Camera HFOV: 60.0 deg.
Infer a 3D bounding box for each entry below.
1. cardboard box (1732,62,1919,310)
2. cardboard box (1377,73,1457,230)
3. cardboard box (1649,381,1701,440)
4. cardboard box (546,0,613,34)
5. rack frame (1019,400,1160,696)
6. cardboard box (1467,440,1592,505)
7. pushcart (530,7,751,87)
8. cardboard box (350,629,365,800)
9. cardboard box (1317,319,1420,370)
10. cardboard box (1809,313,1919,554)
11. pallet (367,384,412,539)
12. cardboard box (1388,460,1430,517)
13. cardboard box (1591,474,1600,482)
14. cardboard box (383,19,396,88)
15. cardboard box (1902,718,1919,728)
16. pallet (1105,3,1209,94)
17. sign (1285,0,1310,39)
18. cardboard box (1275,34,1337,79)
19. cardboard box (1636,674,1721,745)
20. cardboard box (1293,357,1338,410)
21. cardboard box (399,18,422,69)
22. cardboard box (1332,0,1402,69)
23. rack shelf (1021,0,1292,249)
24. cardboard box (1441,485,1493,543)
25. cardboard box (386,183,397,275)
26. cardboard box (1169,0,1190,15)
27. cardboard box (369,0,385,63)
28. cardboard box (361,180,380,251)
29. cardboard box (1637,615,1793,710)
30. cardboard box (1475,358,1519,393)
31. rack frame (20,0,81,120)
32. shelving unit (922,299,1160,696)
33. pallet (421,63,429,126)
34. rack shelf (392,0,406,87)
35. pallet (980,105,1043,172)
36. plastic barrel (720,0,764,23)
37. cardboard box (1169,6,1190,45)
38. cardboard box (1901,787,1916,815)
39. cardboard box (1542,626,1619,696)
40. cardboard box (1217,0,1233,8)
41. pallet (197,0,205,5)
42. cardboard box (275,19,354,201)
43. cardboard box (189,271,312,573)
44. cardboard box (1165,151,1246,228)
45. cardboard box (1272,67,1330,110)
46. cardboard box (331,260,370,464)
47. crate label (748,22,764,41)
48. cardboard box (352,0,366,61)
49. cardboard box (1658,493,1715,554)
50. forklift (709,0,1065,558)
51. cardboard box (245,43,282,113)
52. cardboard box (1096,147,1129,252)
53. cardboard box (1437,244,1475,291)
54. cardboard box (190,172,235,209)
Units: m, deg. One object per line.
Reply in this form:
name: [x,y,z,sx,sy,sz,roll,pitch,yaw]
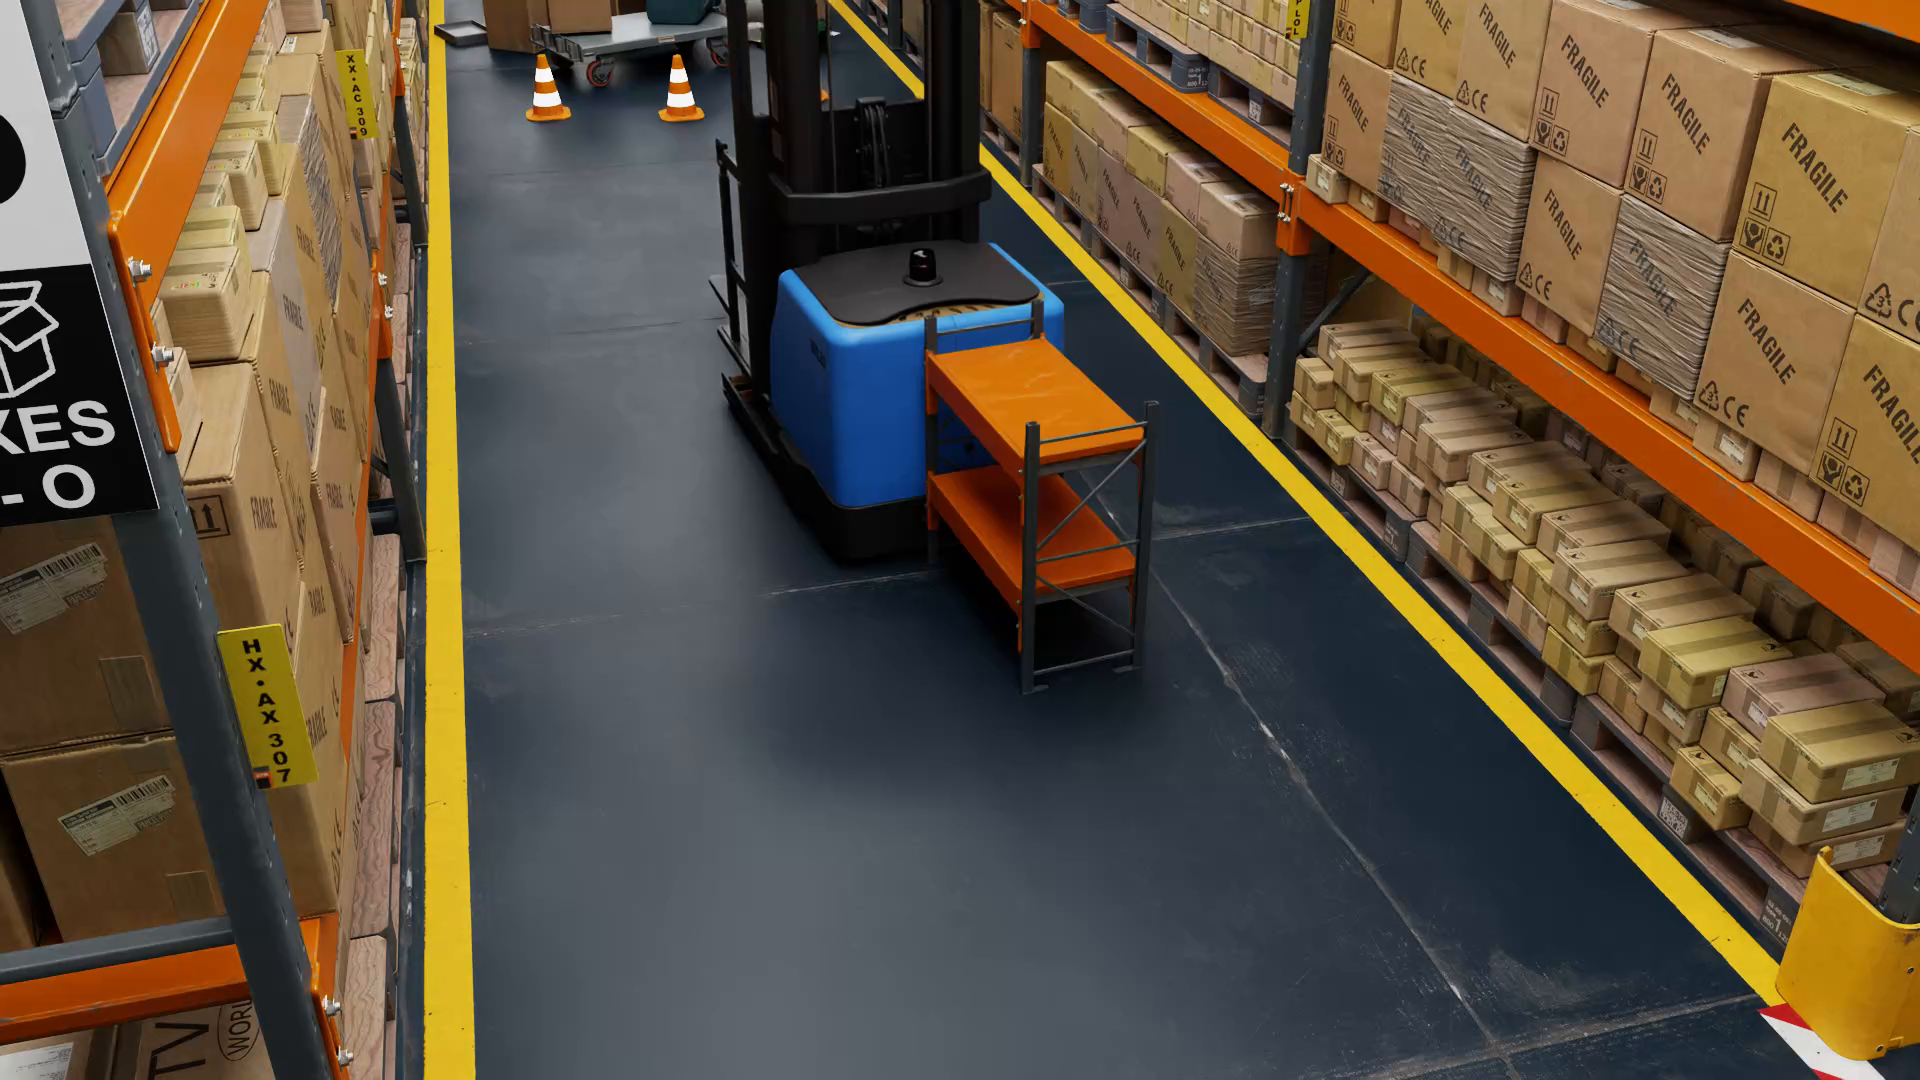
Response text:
cardboard box: [2.543,-0.978,4.551,0.500,0.500,0.500,-9,31,-15]
cardboard box: [2.004,-1.534,6.509,0.500,0.500,0.500,-8,31,-13]
cardboard box: [2.437,-0.448,5.280,0.380,0.149,0.250,-9,31,-15]
cardboard box: [-3.184,-4.527,13.816,0.500,0.500,0.500,-8,31,-13]
rack frame: [0.462,0.046,6.048,0.500,1.125,0.032,-11,32,-18]
cardboard box: [2.231,-0.250,6.521,0.380,0.149,0.250,-9,31,-15]
pushcart: [-2.707,-4.222,14.168,1.648,0.377,0.936,-20,35,-30]
cardboard box: [-2.467,0.511,5.511,0.875,0.438,0.875,-9,31,-15]
cardboard box: [1.869,-0.884,7.616,0.380,0.149,0.250,-7,31,-11]
cardboard box: [2.671,-0.296,4.370,0.500,0.500,0.500,-7,31,-12]
pallet: [-3.046,-0.322,7.595,1.003,0.211,1.213,-8,31,-13]
cardboard box: [2.066,-0.244,7.105,0.380,0.149,0.250,-8,31,-14]
cardboard box: [2.649,-0.197,6.725,0.380,0.149,0.250,-9,31,-16]
cardboard box: [-3.295,-2.578,8.860,0.500,0.250,0.500,-7,31,-12]
cardboard box: [3.129,0.556,5.426,0.380,0.149,0.250,-8,31,-14]
pallet: [1.480,-2.771,9.235,1.003,0.211,1.213,-8,31,-13]
sign: [1.443,-2.298,7.071,0.100,0.325,0.005,-8,31,-13]
cardboard box: [1.681,-2.240,7.661,0.380,0.149,0.250,-7,31,-12]
cardboard box: [2.484,0.515,5.496,0.380,0.149,0.250,-9,31,-15]
cardboard box: [1.765,-0.732,7.650,0.380,0.149,0.250,-6,31,-11]
cardboard box: [-4.750,-3.821,13.061,0.950,0.372,0.625,-7,31,-13]
cardboard box: [1.862,-2.227,6.709,0.500,0.500,0.500,-7,31,-12]
rack shelf: [1.446,-2.527,9.340,1.077,0.370,4.000,-8,31,-13]
cardboard box: [2.143,-0.112,6.578,0.380,0.149,0.250,-8,31,-14]
cardboard box: [-3.727,-2.015,9.439,0.875,0.875,0.875,-8,31,-14]
cardboard box: [1.328,-2.877,8.760,0.380,0.149,0.250,-8,31,-13]
cardboard box: [-3.162,-2.557,8.325,0.500,0.250,0.500,-9,31,-15]
cardboard box: [-2.631,-1.348,6.735,0.500,0.250,0.500,-9,31,-14]
cardboard box: [2.451,0.395,5.407,0.380,0.149,0.250,-9,31,-14]
cardboard box: [2.501,-0.703,7.304,0.380,0.149,0.250,-8,31,-14]
rack frame: [-1.707,-1.830,1.429,1.000,3.000,0.127,-8,31,-13]
shelving unit: [0.280,-0.192,6.458,0.538,1.125,1.048,-11,32,-18]
pallet: [-4.684,-3.447,12.994,1.003,0.211,1.213,-8,31,-13]
rack shelf: [-4.361,-3.752,11.457,1.077,0.370,4.000,-8,31,-13]
pallet: [0.779,-2.989,12.203,1.003,0.211,1.213,-8,31,-13]
plastic barrel: [-1.926,-4.966,15.406,0.512,0.421,0.421,13,32,21]
cardboard box: [1.332,-2.740,8.821,0.380,0.149,0.250,-7,31,-11]
cardboard box: [3.208,0.816,5.273,0.380,0.149,0.250,-7,31,-12]
cardboard box: [2.339,0.403,5.987,0.380,0.149,0.250,-9,31,-15]
cardboard box: [1.474,-2.753,8.249,0.380,0.149,0.250,-8,31,-13]
pallet: [-2.241,-1.441,3.839,1.003,0.211,1.213,-8,31,-13]
cardboard box: [-2.377,-1.451,5.664,0.500,0.500,0.500,-8,31,-14]
cardboard box: [-1.704,-0.228,3.552,0.500,0.500,0.500,-9,31,-15]
cardboard box: [1.412,-1.873,8.820,0.500,0.250,0.500,-6,31,-11]
cardboard box: [1.681,-2.111,7.735,0.380,0.149,0.250,-9,31,-14]
cardboard box: [-2.110,-0.530,5.072,0.500,0.500,0.500,-8,31,-14]
crate label: [-1.869,-4.608,15.074,0.250,0.136,0.298,19,35,29]
cardboard box: [-2.901,-2.377,7.265,0.500,0.500,0.500,-9,31,-15]
cardboard box: [2.859,-0.077,6.222,0.380,0.149,0.250,-7,31,-13]
forklift: [-0.555,-1.915,7.632,1.130,2.935,3.031,-11,32,-18]
cardboard box: [-2.172,-1.317,4.785,0.380,0.149,0.250,-8,31,-14]
cardboard box: [1.135,-2.039,9.855,0.500,0.500,0.500,-9,31,-15]
cardboard box: [2.069,-1.084,6.380,0.380,0.149,0.250,-7,31,-12]
cardboard box: [-1.839,-0.701,3.722,0.380,0.149,0.250,-8,31,-13]
